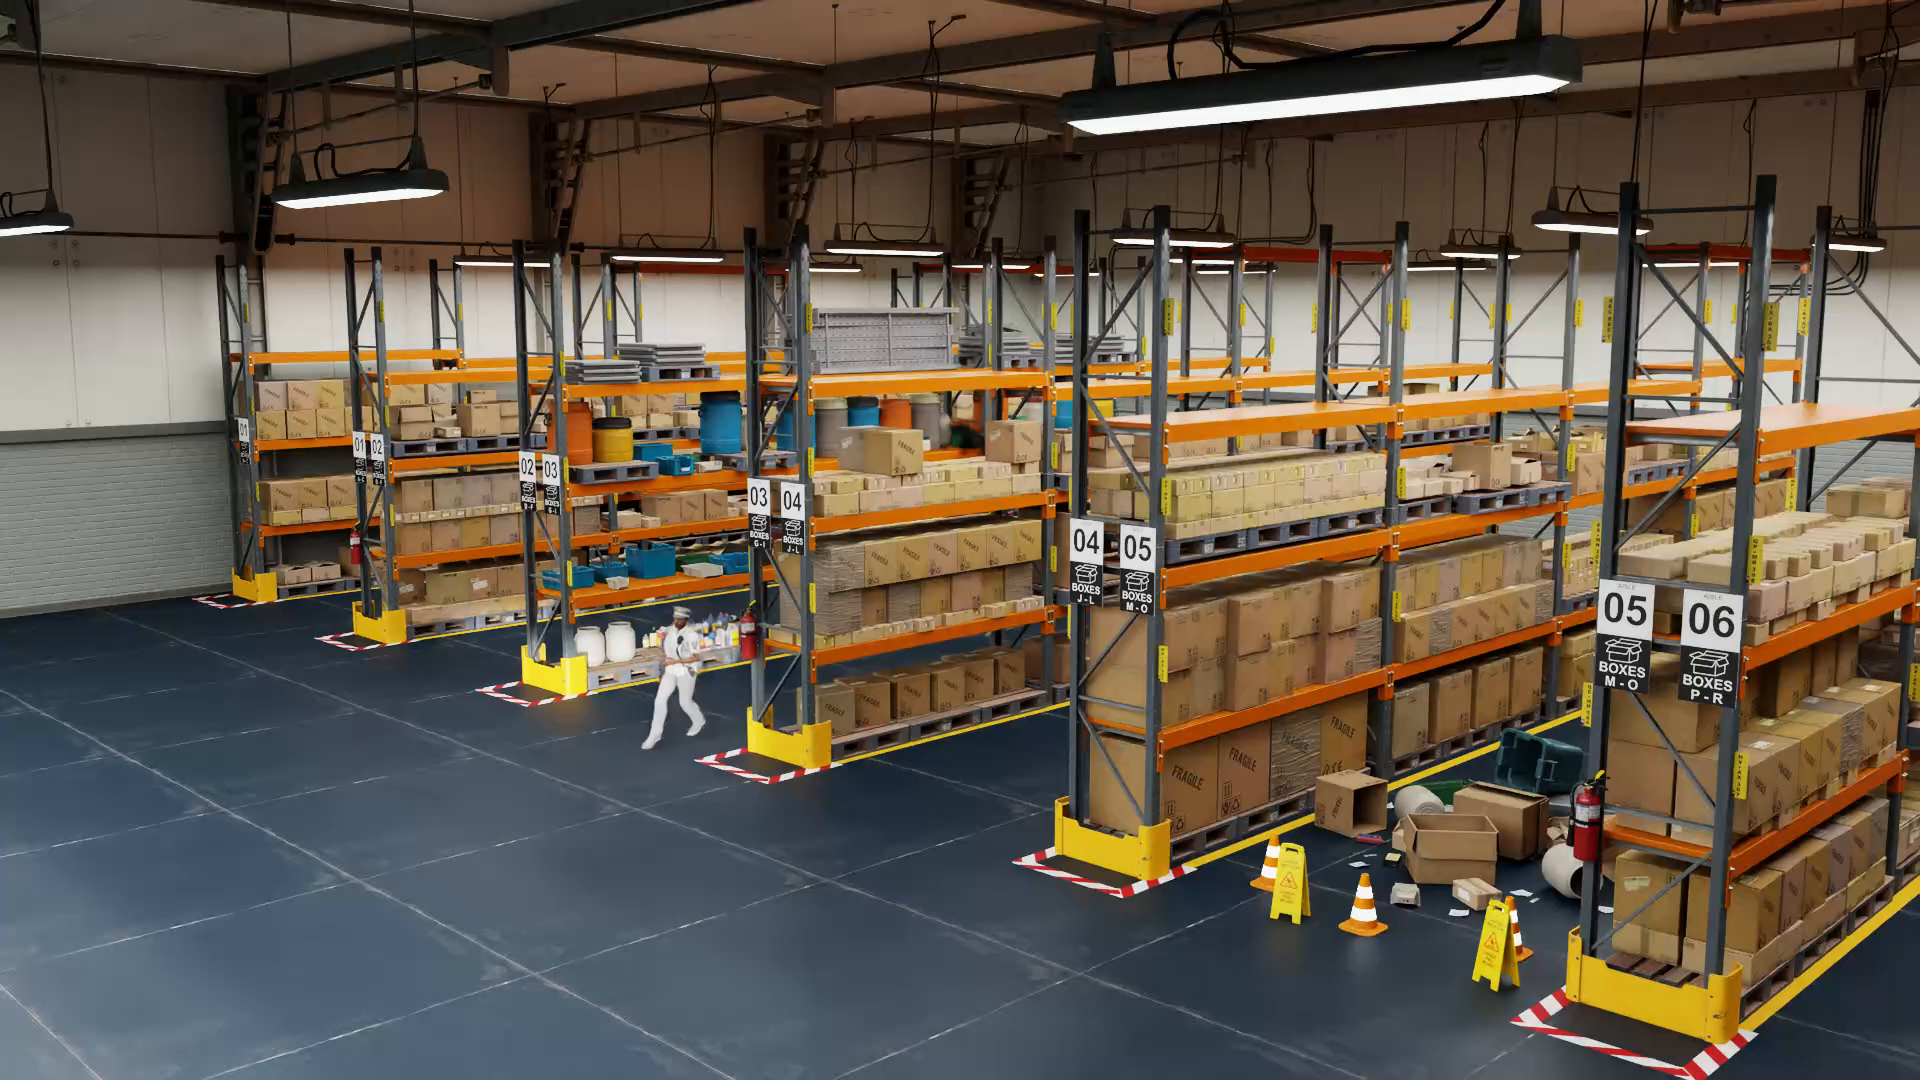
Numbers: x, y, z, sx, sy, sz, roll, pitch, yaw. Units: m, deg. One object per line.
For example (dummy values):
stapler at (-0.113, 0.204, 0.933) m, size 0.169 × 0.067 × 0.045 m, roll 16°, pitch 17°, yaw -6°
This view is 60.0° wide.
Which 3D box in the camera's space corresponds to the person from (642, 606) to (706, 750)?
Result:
person at (-3.258, 1.578, 19.541) m, size 0.601 × 1.677 × 0.905 m, roll 5°, pitch 9°, yaw 30°

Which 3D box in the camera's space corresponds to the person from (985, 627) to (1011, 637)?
person at (0.528, 0.589, 24.498) m, size 0.614 × 1.660 × 0.525 m, roll 6°, pitch 10°, yaw 37°
